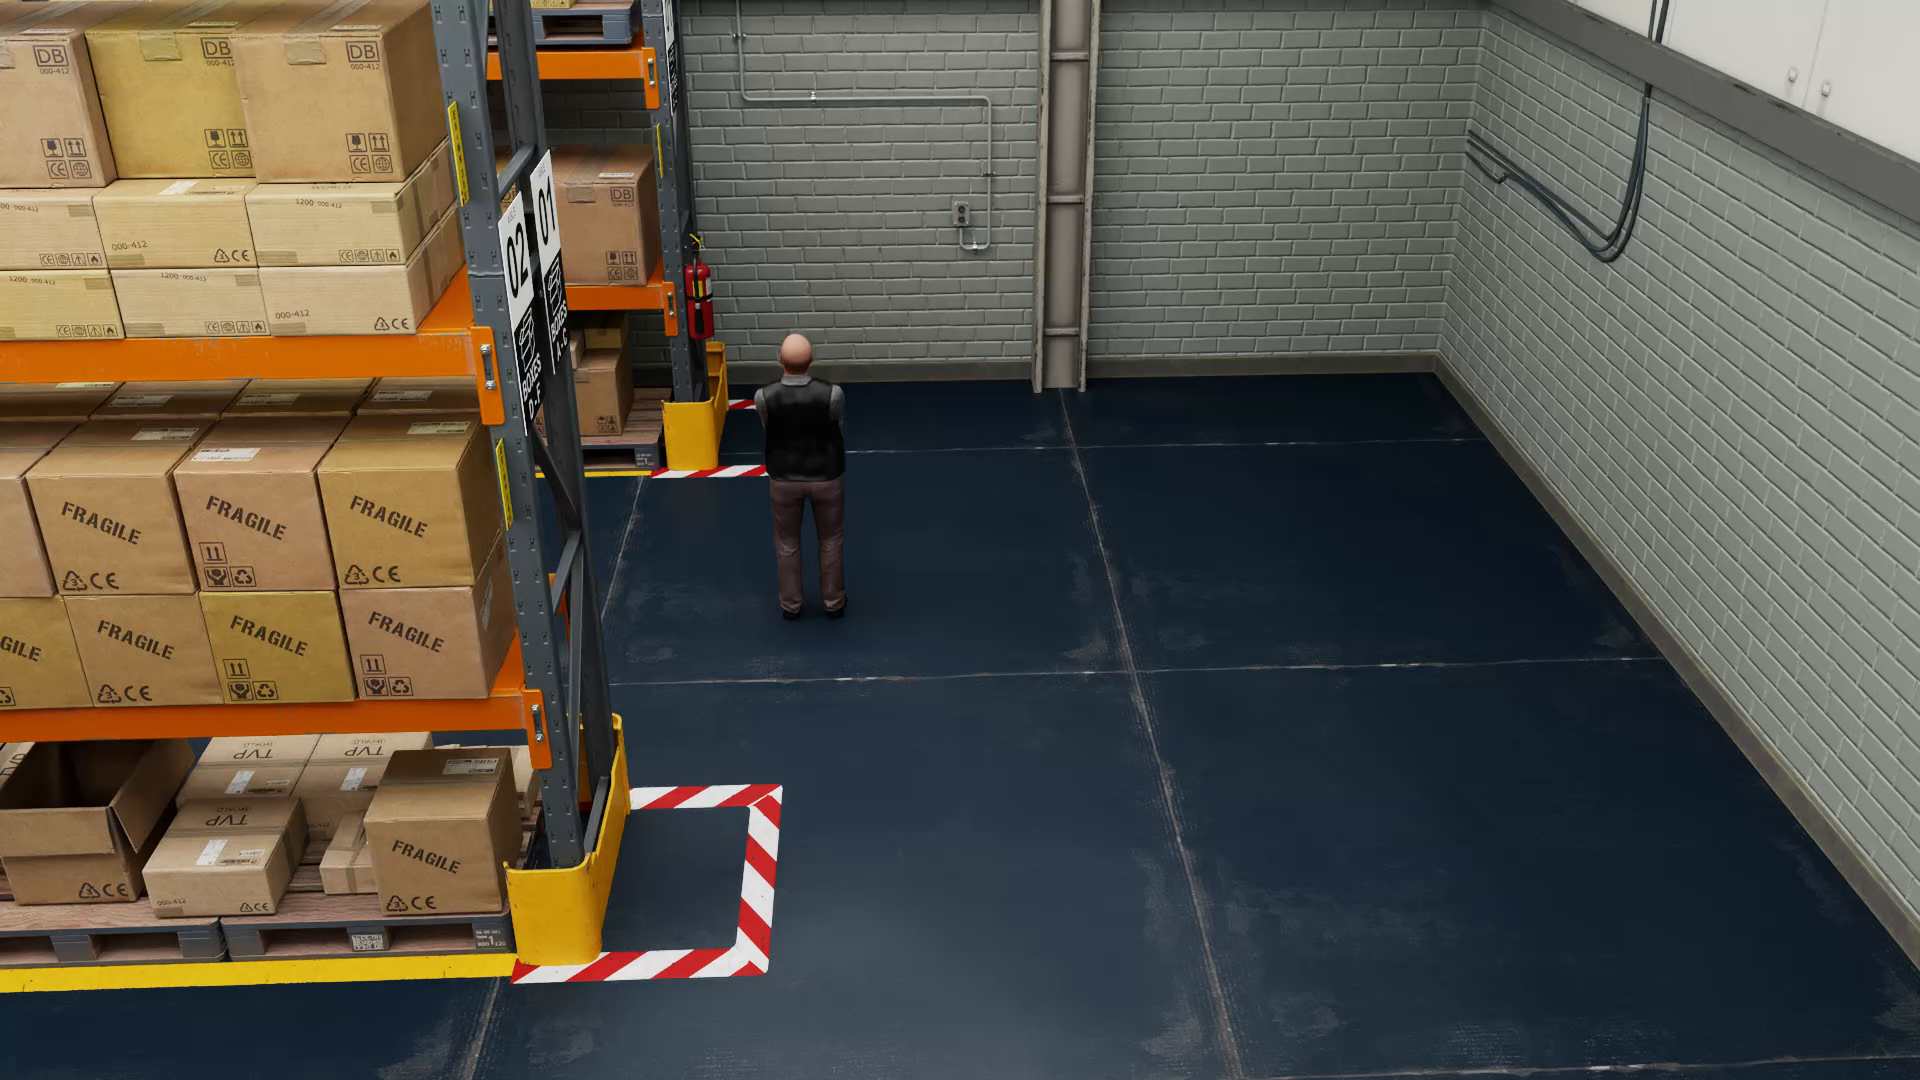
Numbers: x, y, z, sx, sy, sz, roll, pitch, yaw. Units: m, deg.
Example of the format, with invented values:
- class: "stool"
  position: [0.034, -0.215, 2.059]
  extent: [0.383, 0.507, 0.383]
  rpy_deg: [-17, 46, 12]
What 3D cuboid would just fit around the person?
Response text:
- class: "person"
  position: [-0.883, -0.389, 9.403]
  extent: [0.495, 1.718, 0.547]
  rpy_deg: [-1, 27, -2]
